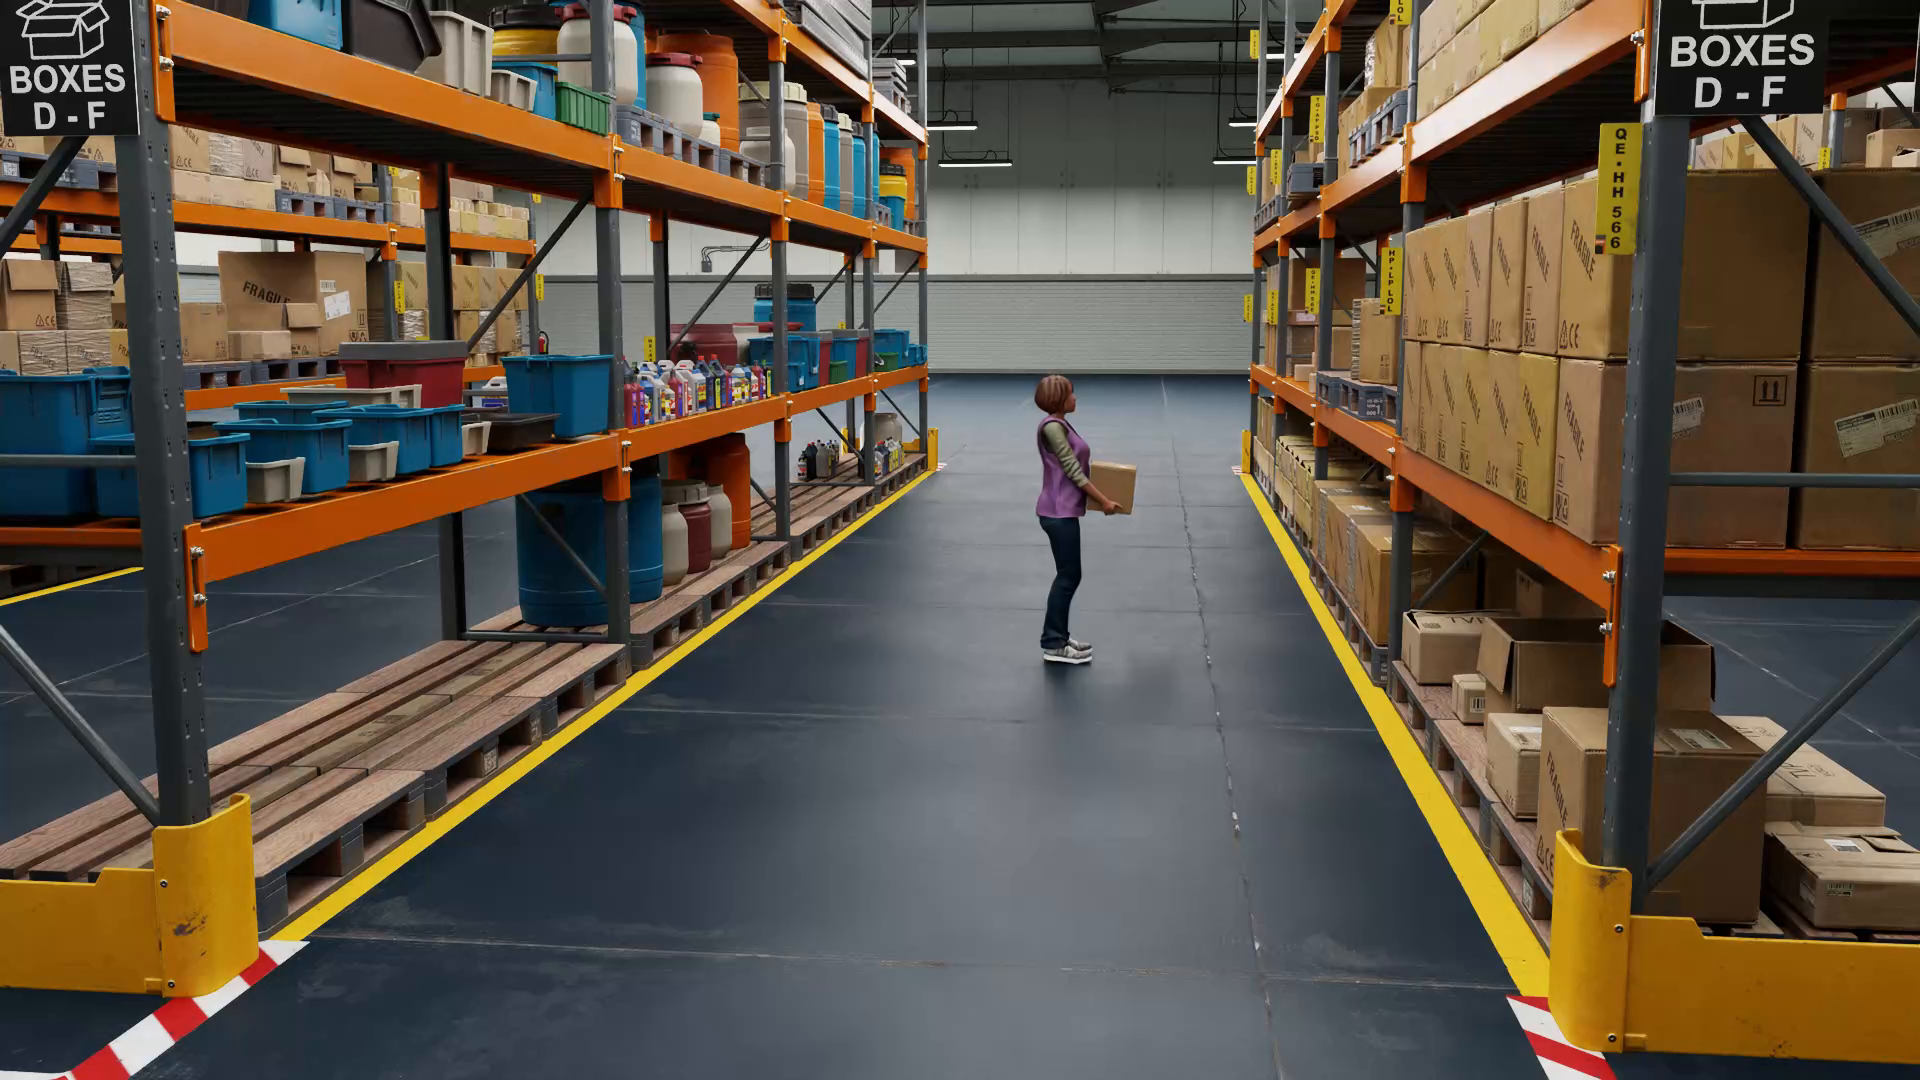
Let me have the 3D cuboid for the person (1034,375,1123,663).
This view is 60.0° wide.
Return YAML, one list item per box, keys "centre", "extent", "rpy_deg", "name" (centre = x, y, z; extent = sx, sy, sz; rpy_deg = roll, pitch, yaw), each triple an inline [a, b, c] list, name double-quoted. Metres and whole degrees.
- centre: [0.659, -0.122, 9.249]
  extent: [0.500, 1.588, 0.406]
  rpy_deg: [1, 8, 7]
  name: "person"
